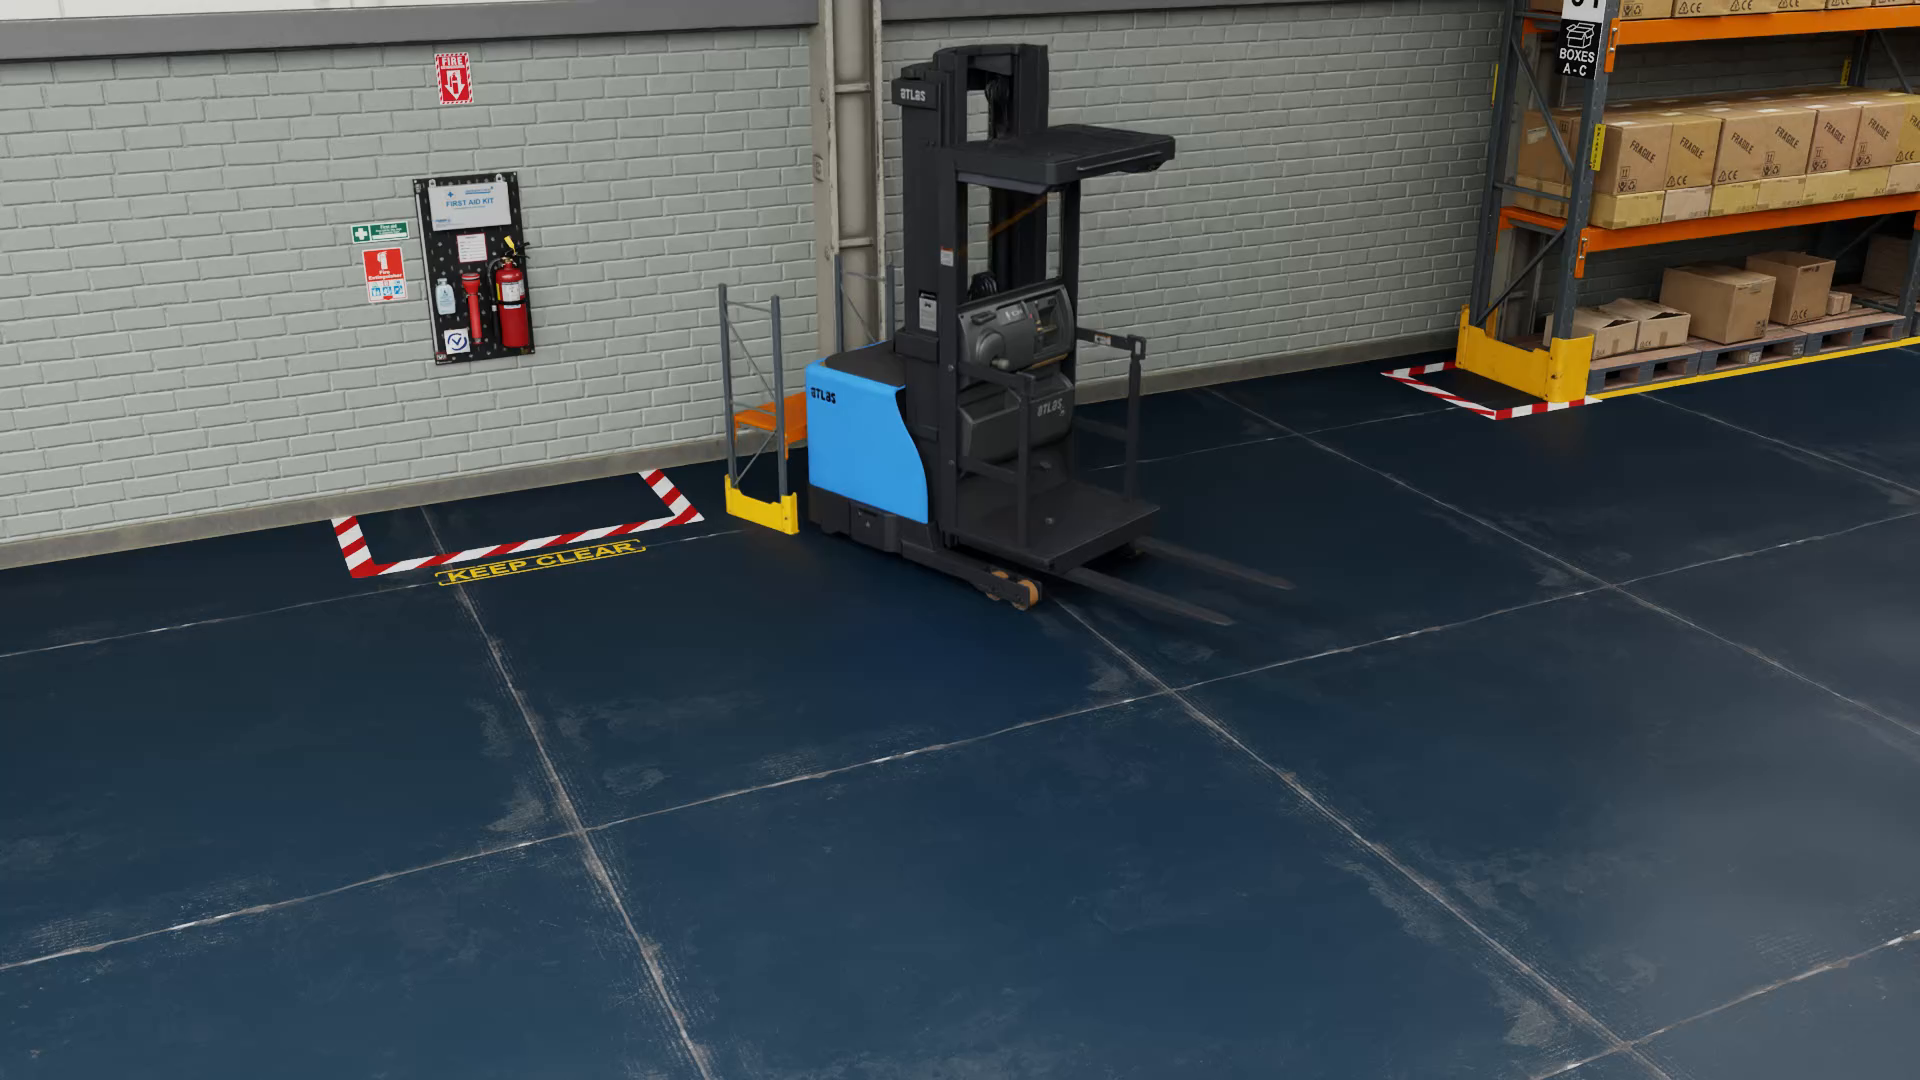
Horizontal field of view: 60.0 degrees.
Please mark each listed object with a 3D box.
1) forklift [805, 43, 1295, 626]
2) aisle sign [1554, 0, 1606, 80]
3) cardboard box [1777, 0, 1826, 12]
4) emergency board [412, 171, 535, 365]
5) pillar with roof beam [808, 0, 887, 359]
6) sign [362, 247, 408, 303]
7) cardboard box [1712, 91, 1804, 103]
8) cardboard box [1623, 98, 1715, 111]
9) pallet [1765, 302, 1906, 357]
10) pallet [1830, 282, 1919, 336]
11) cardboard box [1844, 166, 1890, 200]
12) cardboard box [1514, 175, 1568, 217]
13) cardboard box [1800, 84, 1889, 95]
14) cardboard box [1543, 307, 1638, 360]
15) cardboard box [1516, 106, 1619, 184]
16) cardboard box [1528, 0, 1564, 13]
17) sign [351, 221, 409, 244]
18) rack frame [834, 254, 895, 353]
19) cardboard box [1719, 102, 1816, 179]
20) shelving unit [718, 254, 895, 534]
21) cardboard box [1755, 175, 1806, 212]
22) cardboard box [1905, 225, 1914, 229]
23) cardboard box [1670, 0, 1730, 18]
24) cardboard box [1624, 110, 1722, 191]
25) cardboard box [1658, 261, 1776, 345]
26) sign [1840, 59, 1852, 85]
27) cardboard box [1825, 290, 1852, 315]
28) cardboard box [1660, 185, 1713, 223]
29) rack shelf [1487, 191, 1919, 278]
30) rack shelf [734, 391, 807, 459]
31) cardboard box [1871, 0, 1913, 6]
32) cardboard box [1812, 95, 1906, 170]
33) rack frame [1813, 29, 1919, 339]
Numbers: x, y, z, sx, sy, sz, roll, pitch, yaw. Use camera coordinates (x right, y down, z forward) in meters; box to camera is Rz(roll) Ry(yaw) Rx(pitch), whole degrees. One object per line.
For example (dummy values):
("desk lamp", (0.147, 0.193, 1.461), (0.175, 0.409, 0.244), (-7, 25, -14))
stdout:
("forklift", (0.482, -1.189, 9.290), (3.031, 2.935, 1.130), (19, 29, 38))
("aisle sign", (4.469, -3.733, 11.947), (0.004, 0.787, 0.394), (-10, 25, -24))
("cardboard box", (6.252, -4.318, 12.682), (0.500, 0.500, 0.500), (-9, 24, -20))
("emergency board", (-2.991, -1.669, 10.361), (0.643, 1.169, 0.194), (-10, 25, -24))
("pillar with roof beam", (1.120, -3.354, 6.588), (0.400, 9.000, 9.100), (-10, 25, -24))
("sign", (-3.534, -1.630, 10.218), (0.234, 0.329, 0.001), (-10, 25, -24))
("cardboard box", (6.574, -3.426, 13.794), (0.500, 0.500, 0.500), (-10, 24, -22))
("cardboard box", (5.658, -3.252, 13.375), (0.500, 0.500, 0.500), (-11, 25, -25))
("pallet", (7.418, -1.899, 14.561), (1.213, 0.211, 1.003), (-10, 25, -24))
("pallet", (8.708, -2.152, 15.173), (1.213, 0.211, 1.003), (-10, 25, -24))
("cardboard box", (7.260, -2.988, 13.716), (0.500, 0.250, 0.500), (-10, 25, -23))
("cardboard box", (4.740, -2.731, 13.097), (0.500, 0.250, 0.500), (-10, 25, -23))
("cardboard box", (7.493, -3.591, 14.193), (0.500, 0.500, 0.500), (-11, 25, -25))
("cardboard box", (5.066, -1.692, 13.356), (0.500, 0.311, 0.500), (-14, 26, -30))
("cardboard box", (4.736, -3.085, 12.970), (0.500, 0.500, 0.500), (-11, 25, -24))
("cardboard box", (4.669, -4.245, 12.505), (0.500, 0.500, 0.500), (-9, 24, -20))
("sign", (-3.526, -1.872, 10.111), (0.331, 0.109, 0.001), (-10, 25, -24))
("rack frame", (-0.617, -1.104, 10.955), (0.500, 1.500, 0.032), (18, 28, 36))
("cardboard box", (6.342, -3.161, 13.154), (0.500, 0.500, 0.500), (-10, 24, -22))
("shelving unit", (-0.936, -0.957, 10.600), (0.587, 1.500, 1.083), (18, 28, 36))
("cardboard box", (6.360, -2.815, 13.299), (0.500, 0.250, 0.500), (-10, 25, -23))
("cardboard box", (9.107, -2.590, 15.278), (0.500, 0.500, 0.700), (-11, 25, -25))
("cardboard box", (5.312, -4.135, 12.238), (0.500, 0.500, 0.500), (-9, 24, -20))
("cardboard box", (5.413, -2.988, 12.735), (0.500, 0.500, 0.500), (-10, 25, -23))
("cardboard box", (6.262, -1.978, 13.800), (0.500, 0.500, 0.700), (-12, 25, -27))
("sign", (7.764, -4.036, 14.565), (0.005, 0.325, 0.100), (-10, 25, -24))
("cardboard box", (7.538, -2.106, 14.544), (0.250, 0.166, 0.380), (-14, 26, -30))
("cardboard box", (5.442, -2.650, 12.899), (0.500, 0.250, 0.500), (-11, 25, -25))
("rack shelf", (6.205, -2.647, 13.662), (4.000, 0.370, 1.077), (-10, 25, -24))
("rack shelf", (-0.942, -0.788, 10.663), (0.538, 0.185, 1.000), (18, 28, 36))
("cardboard box", (7.198, -4.504, 13.129), (0.500, 0.500, 0.500), (-13, 26, -28))
("cardboard box", (7.268, -3.327, 13.556), (0.500, 0.500, 0.500), (-11, 25, -24))
("rack frame", (8.008, -3.311, 14.326), (0.127, 3.000, 1.000), (-10, 25, -24))
